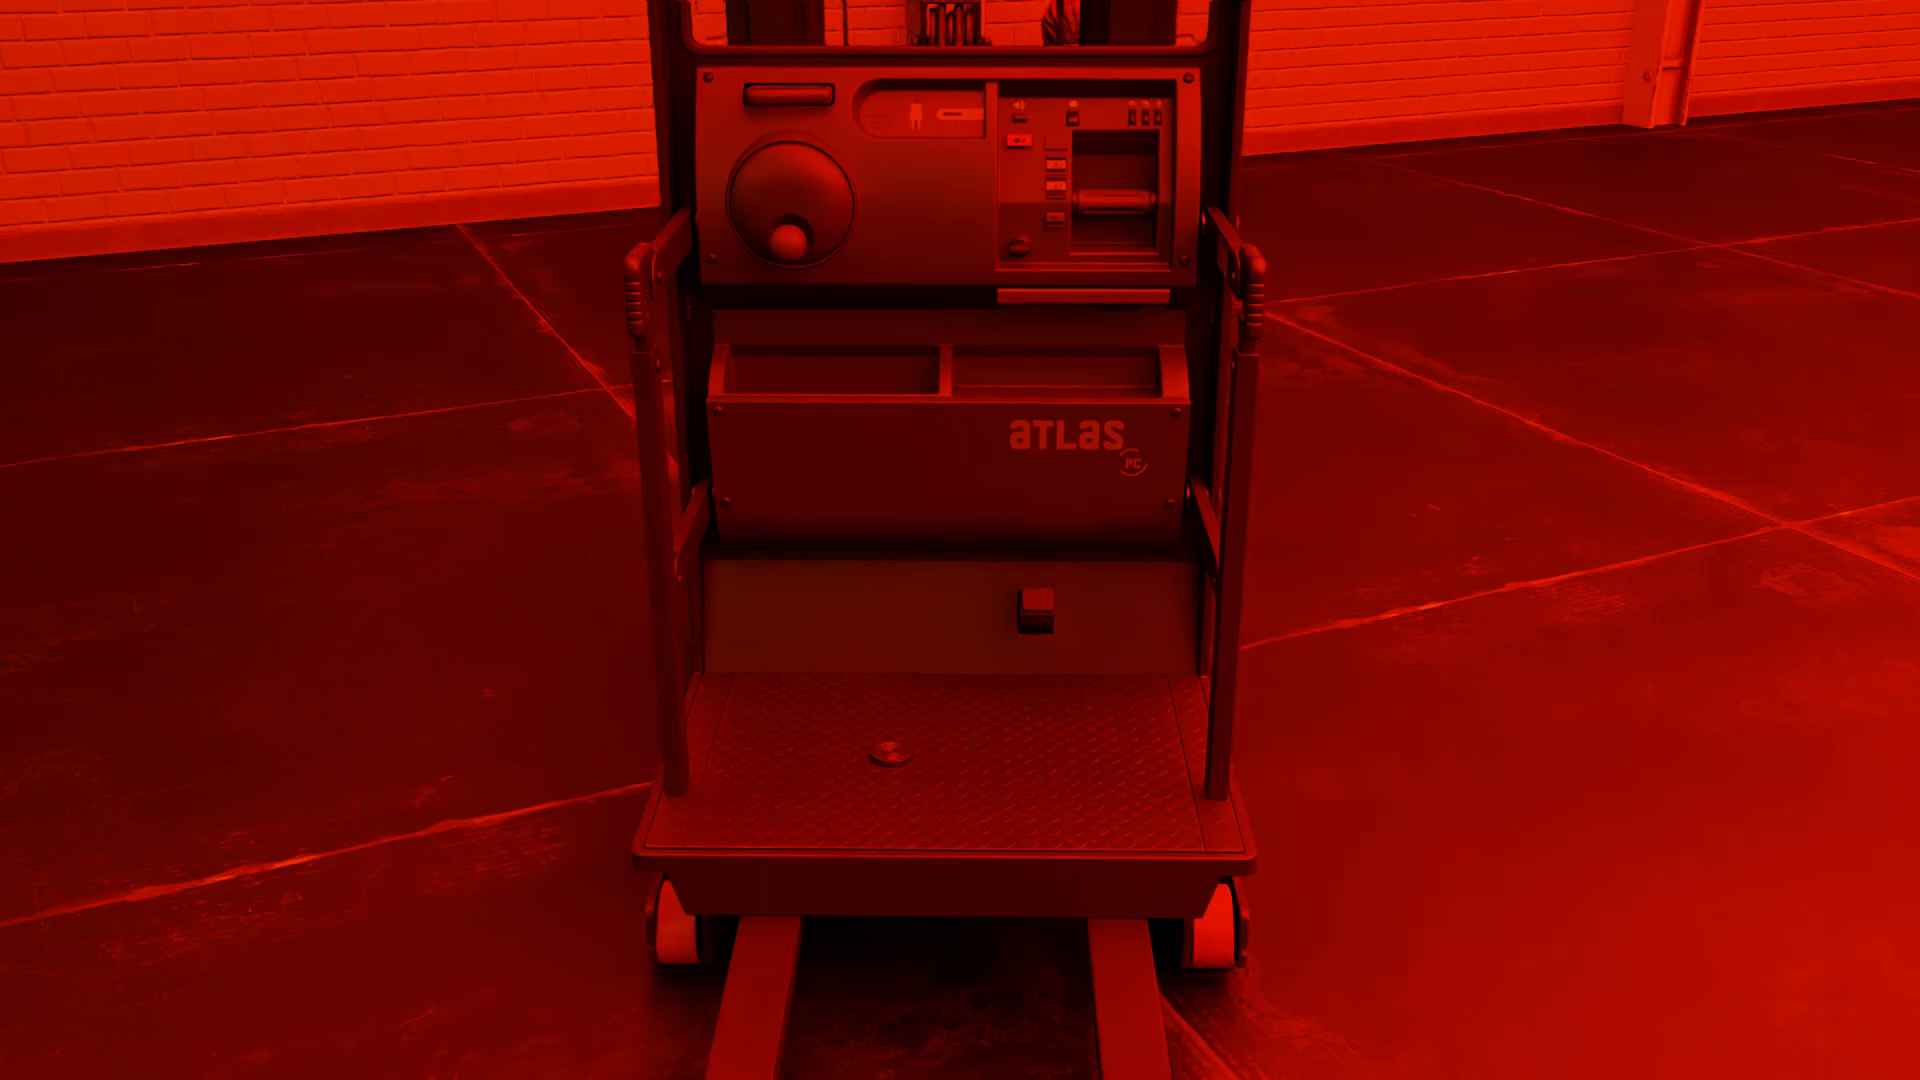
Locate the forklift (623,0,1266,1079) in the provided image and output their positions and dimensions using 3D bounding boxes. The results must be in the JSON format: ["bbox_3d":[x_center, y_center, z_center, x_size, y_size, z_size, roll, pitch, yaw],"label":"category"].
[{"bbox_3d":[-0.023,-0.661,2.877,1.130,2.935,3.031,0,23,1],"label":"forklift"}]

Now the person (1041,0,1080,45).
[{"bbox_3d":[0.433,-0.827,5.046,0.759,1.578,0.614,-18,29,-37],"label":"person"}]
